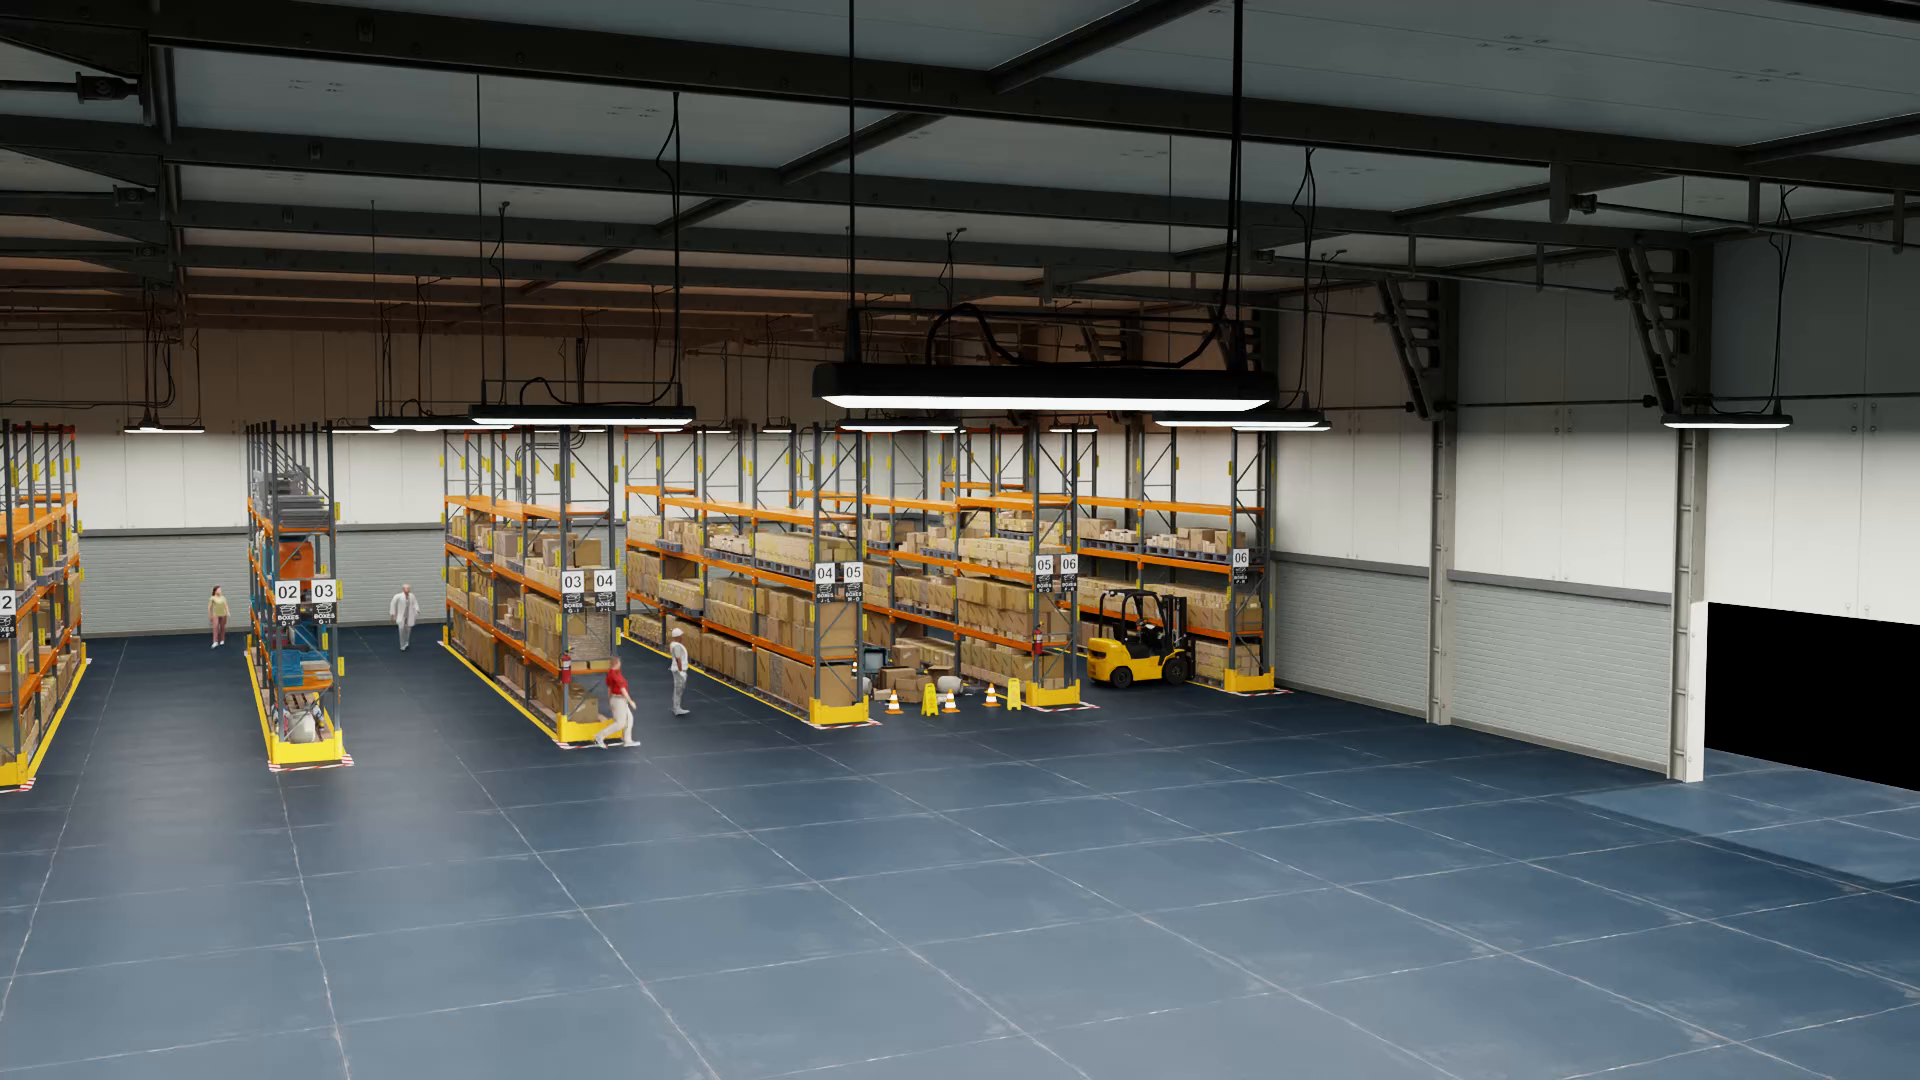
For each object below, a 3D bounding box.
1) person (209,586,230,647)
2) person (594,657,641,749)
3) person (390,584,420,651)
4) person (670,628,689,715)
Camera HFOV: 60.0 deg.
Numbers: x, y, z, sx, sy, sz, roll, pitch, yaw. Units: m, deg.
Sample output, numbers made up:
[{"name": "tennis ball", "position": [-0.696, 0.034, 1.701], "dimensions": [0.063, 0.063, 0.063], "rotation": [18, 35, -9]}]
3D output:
[{"name": "person", "position": [-20.113, 2.062, 45.168], "dimensions": [0.533, 1.620, 0.983], "rotation": [-2, 4, -26]}, {"name": "person", "position": [-6.295, 2.966, 30.445], "dimensions": [0.870, 1.671, 0.601], "rotation": [-1, 4, -19]}, {"name": "person", "position": [-14.949, 2.096, 44.799], "dimensions": [0.754, 1.814, 0.935], "rotation": [-1, 4, -21]}, {"name": "person", "position": [-5.777, 2.713, 34.241], "dimensions": [0.426, 1.821, 0.618], "rotation": [0, 4, 3]}]
